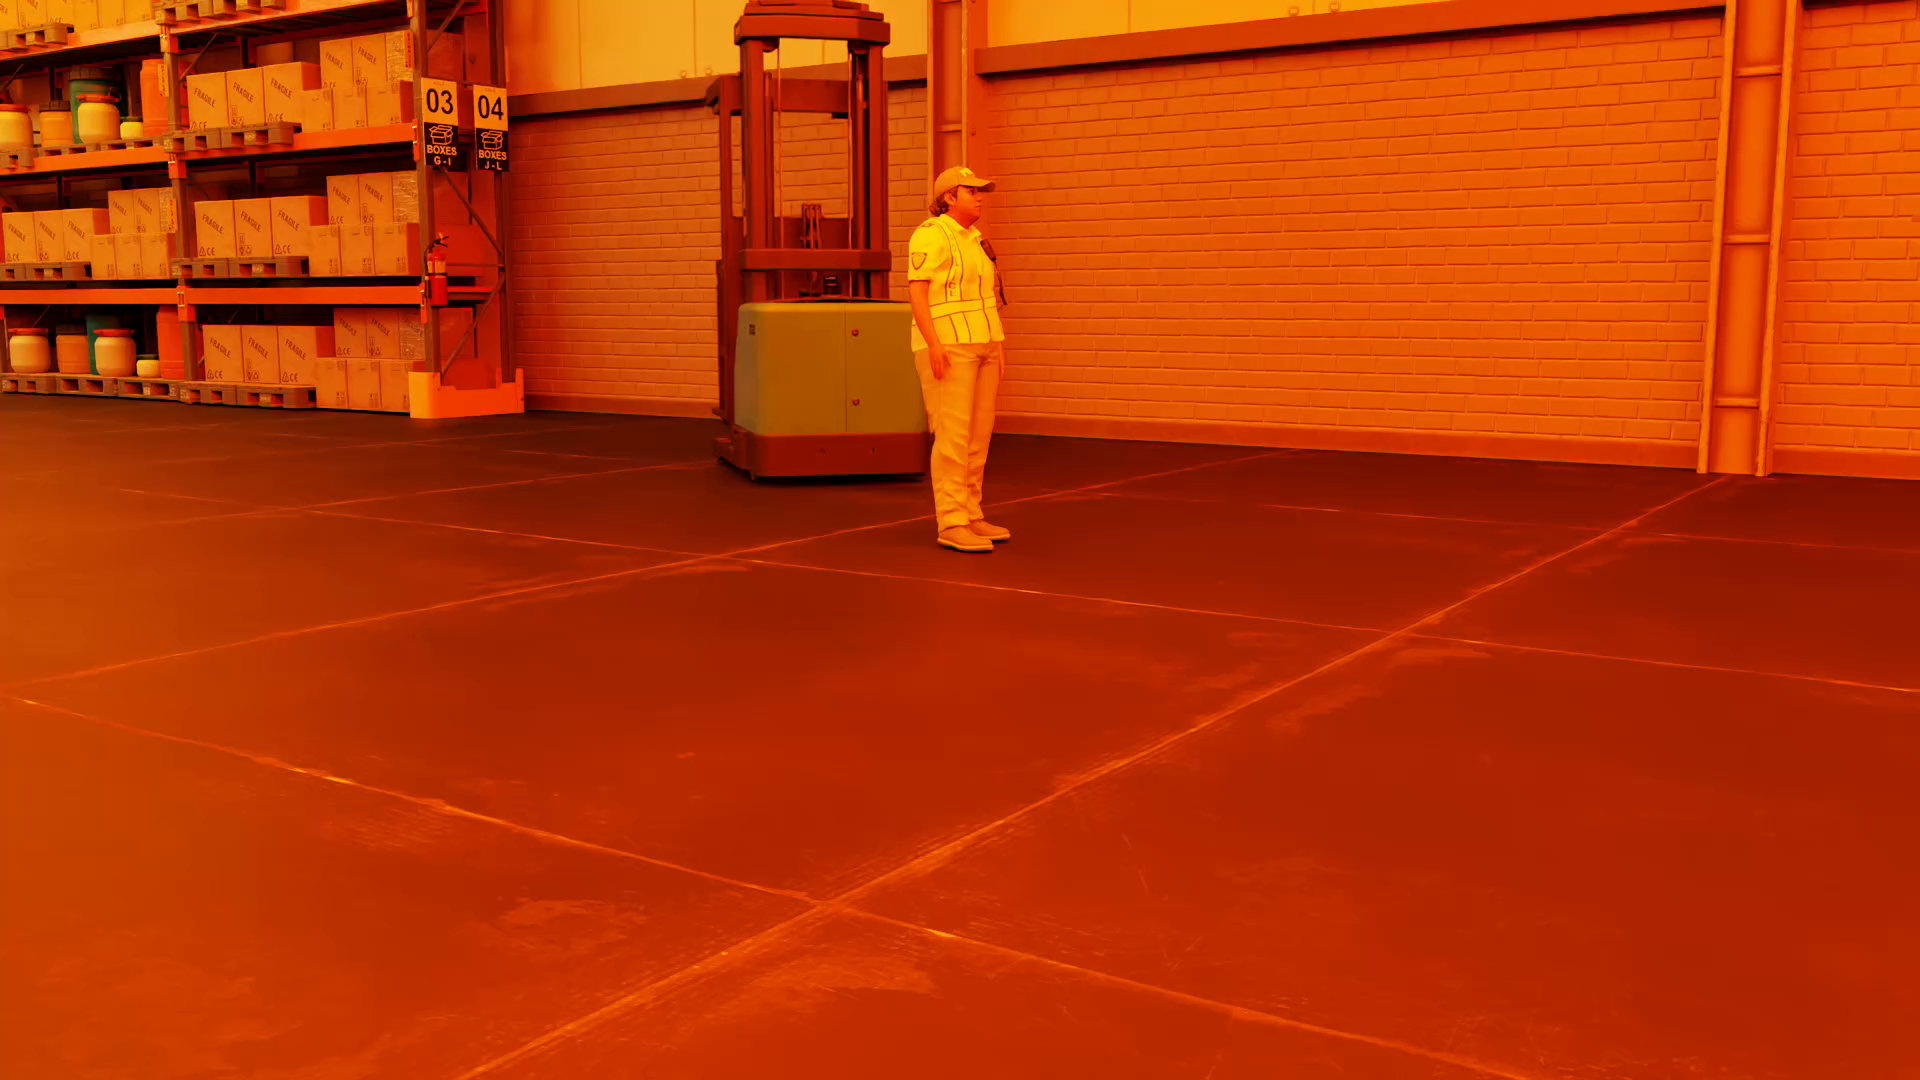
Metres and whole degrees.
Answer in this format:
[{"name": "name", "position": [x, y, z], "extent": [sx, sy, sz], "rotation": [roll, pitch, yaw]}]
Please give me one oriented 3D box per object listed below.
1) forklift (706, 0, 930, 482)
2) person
[{"name": "forklift", "position": [-1.070, -1.969, 11.036], "extent": [1.130, 2.935, 3.031], "rotation": [-2, 8, -15]}, {"name": "person", "position": [0.051, -0.823, 7.424], "extent": [0.529, 1.670, 0.598], "rotation": [5, 10, 34]}]
